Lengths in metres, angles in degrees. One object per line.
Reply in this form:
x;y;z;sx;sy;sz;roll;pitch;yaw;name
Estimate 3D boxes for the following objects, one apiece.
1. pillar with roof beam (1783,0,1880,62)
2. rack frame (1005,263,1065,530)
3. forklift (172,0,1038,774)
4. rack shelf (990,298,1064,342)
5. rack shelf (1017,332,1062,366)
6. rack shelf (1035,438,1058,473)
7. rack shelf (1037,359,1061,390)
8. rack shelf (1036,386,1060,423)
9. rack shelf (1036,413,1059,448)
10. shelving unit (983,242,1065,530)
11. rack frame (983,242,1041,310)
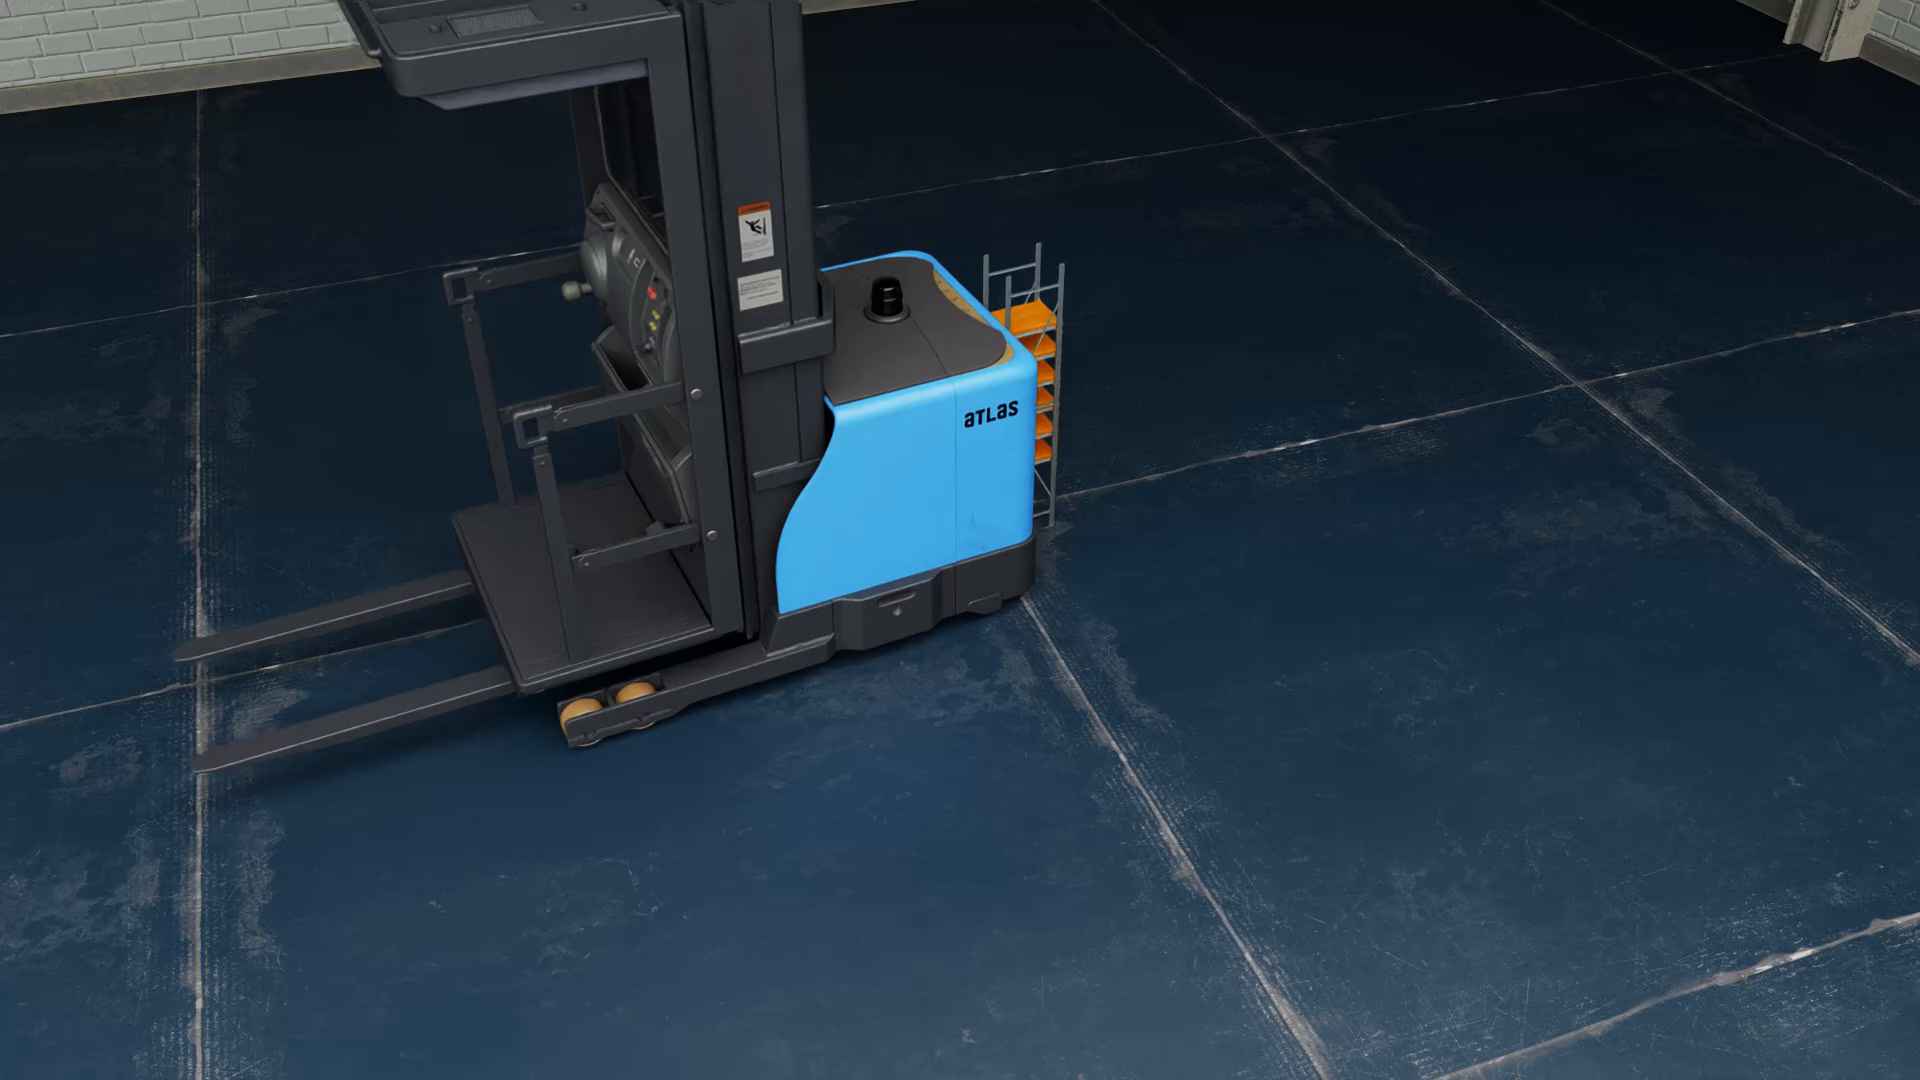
1.714;-5.985;7.217;9.100;9.000;0.400;-12;39;-16;pillar with roof beam
0.275;-0.505;6.423;0.240;1.200;0.006;-16;40;-20;rack frame
-1.267;-0.816;5.398;3.031;2.935;1.130;-16;40;-20;forklift
0.235;-0.806;6.299;0.258;0.103;0.180;-16;40;-20;rack shelf
0.235;-0.711;6.371;0.258;0.103;0.180;-16;40;-20;rack shelf
0.235;-0.327;6.660;0.258;0.103;0.180;-16;40;-20;rack shelf
0.235;-0.615;6.443;0.258;0.103;0.180;-16;40;-20;rack shelf
0.235;-0.519;6.515;0.258;0.103;0.180;-16;40;-20;rack shelf
0.235;-0.423;6.588;0.258;0.103;0.180;-16;40;-20;rack shelf
0.235;-0.554;6.489;0.258;1.200;0.189;-16;40;-20;shelving unit
0.195;-0.604;6.554;0.240;1.200;0.006;-16;40;-20;rack frame
